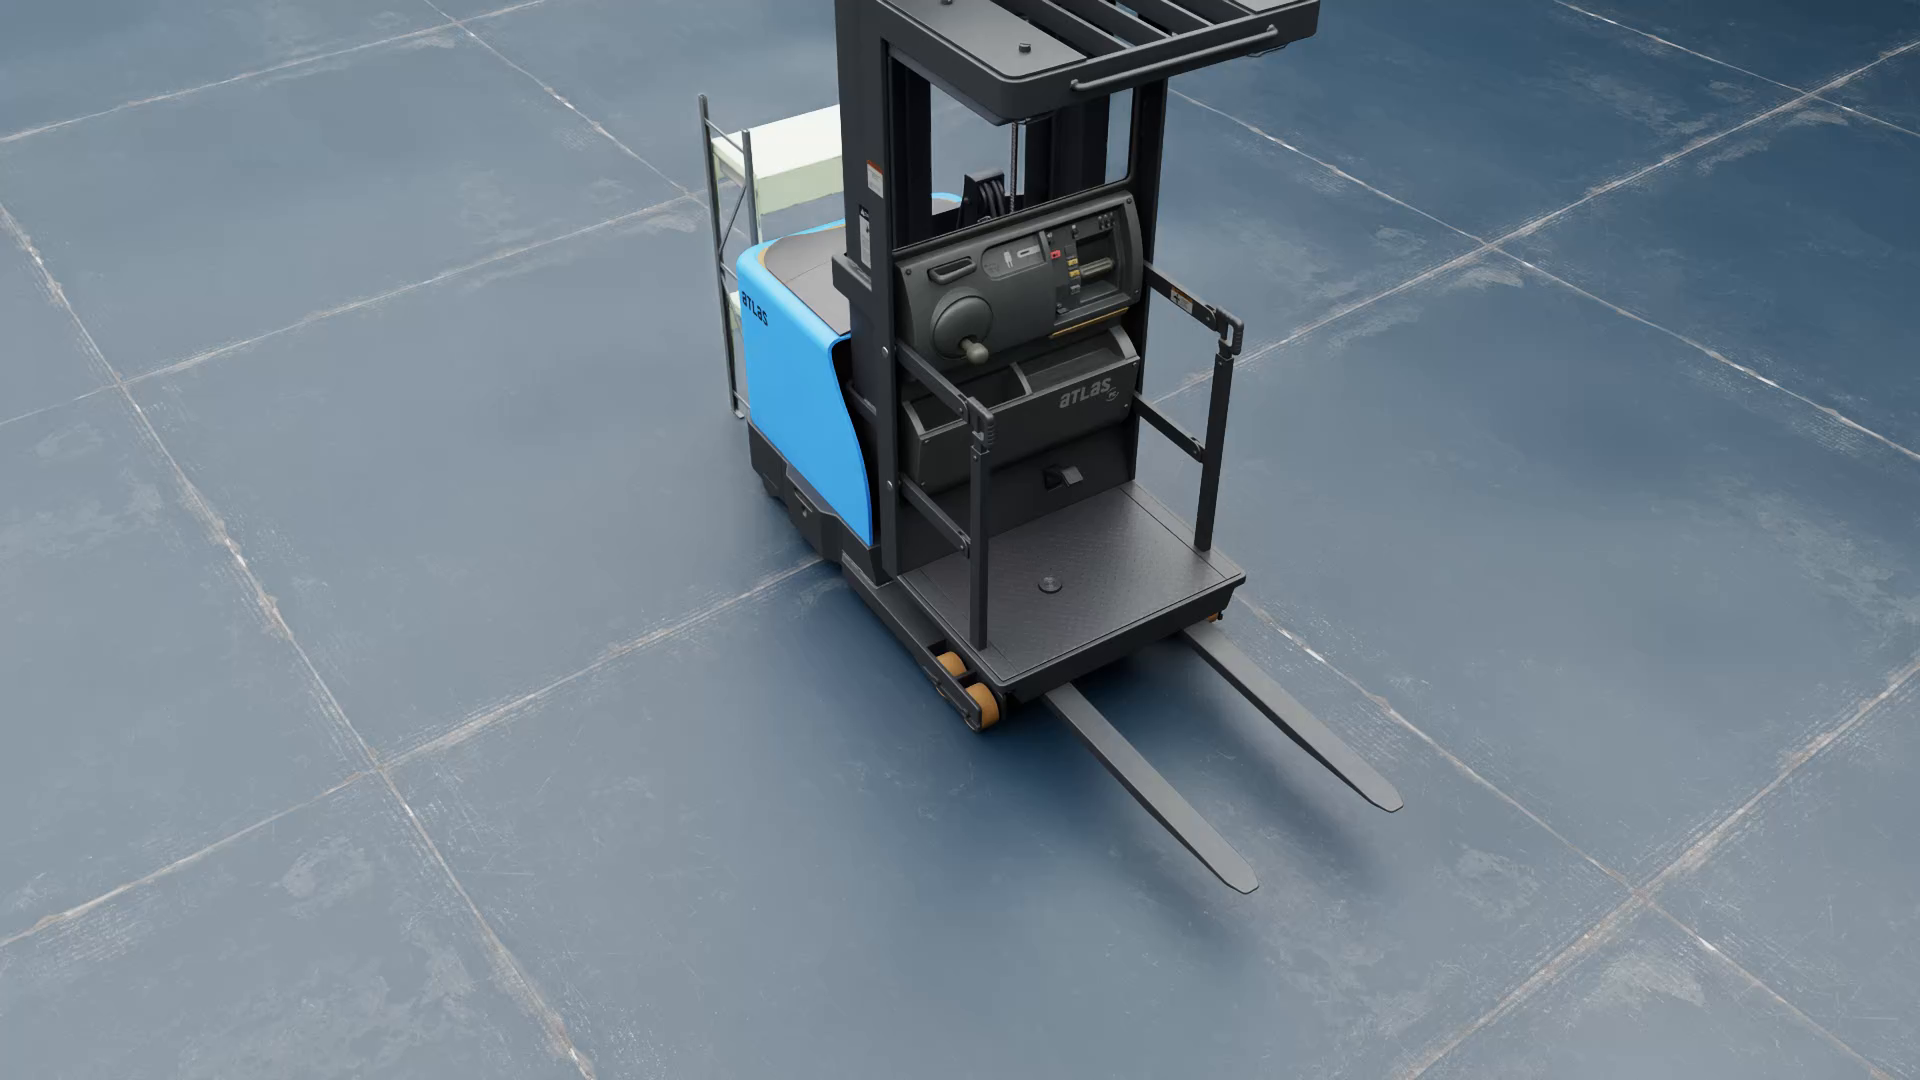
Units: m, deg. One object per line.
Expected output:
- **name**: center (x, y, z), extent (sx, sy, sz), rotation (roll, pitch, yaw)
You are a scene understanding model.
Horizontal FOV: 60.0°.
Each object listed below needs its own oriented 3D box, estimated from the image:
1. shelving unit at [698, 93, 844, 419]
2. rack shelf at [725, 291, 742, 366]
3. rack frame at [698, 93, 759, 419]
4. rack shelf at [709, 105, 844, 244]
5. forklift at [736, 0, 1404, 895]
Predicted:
- **shelving unit**: center (-0.602, -1.190, 7.018), extent (0.755, 1.500, 0.431), rotation (-23, 44, -25)
- **rack shelf**: center (-0.602, -0.938, 7.225), extent (0.720, 0.370, 0.431), rotation (-23, 44, -25)
- **rack frame**: center (-0.908, -1.063, 6.863), extent (0.023, 1.500, 0.400), rotation (-23, 44, -25)
- **rack shelf**: center (-0.602, -1.491, 6.770), extent (0.720, 0.370, 0.431), rotation (-23, 44, -25)
- **forklift**: center (0.336, -0.801, 5.415), extent (1.130, 2.935, 3.031), rotation (-22, 44, -25)
